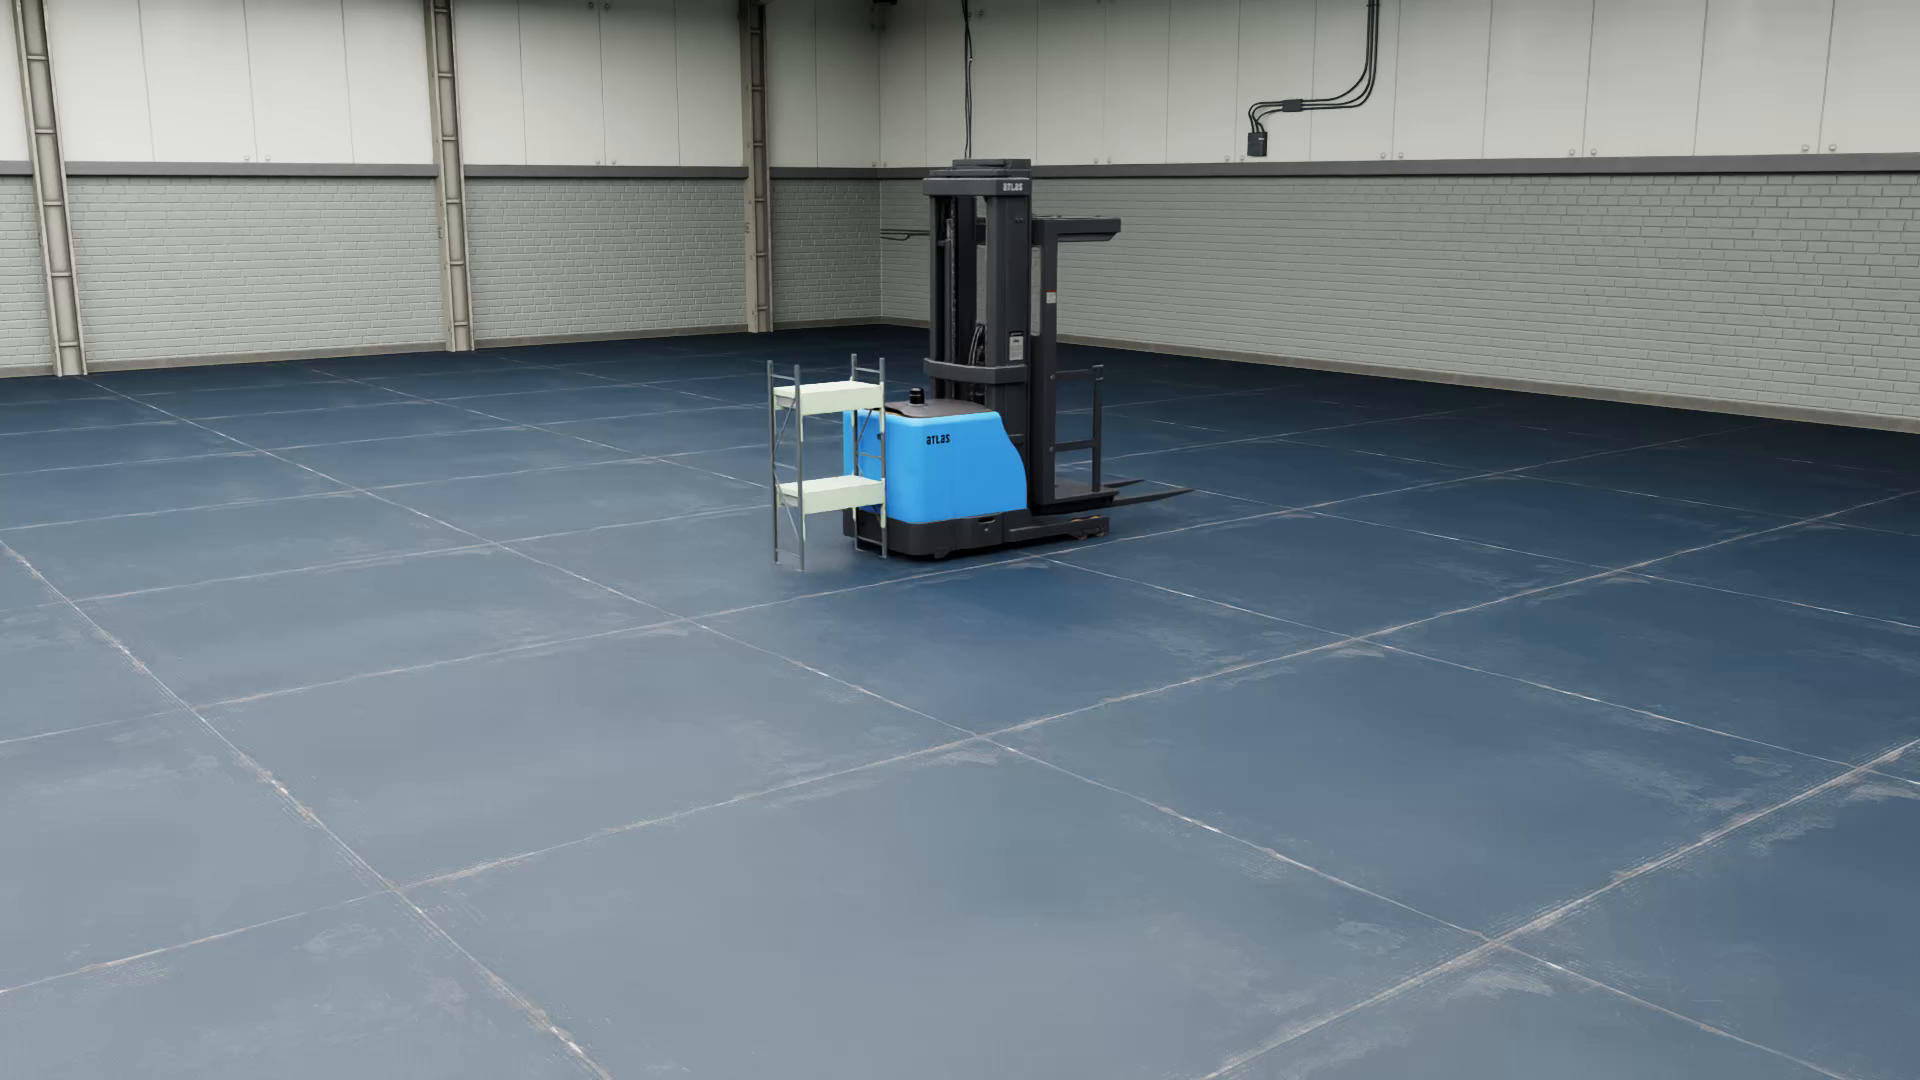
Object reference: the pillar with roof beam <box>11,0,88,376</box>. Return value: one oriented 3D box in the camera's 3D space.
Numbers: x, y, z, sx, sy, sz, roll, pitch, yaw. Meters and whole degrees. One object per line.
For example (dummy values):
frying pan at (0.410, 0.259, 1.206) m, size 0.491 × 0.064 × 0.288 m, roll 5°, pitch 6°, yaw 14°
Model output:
pillar with roof beam at (-10.529, -6.164, 20.492) m, size 0.400 × 9.000 × 9.100 m, roll -9°, pitch 15°, yaw -38°

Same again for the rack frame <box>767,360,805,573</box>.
rack frame at (-1.258, -0.531, 12.019) m, size 0.023 × 1.500 × 0.400 m, roll -9°, pitch 15°, yaw -37°

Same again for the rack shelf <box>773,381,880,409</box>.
rack shelf at (-0.970, -1.057, 12.135) m, size 0.686 × 0.124 × 0.368 m, roll -9°, pitch 15°, yaw -37°

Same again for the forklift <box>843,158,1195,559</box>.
forklift at (0.575, -1.515, 13.205) m, size 3.031 × 2.935 × 1.130 m, roll -9°, pitch 15°, yaw -35°

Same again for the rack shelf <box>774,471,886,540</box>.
rack shelf at (-0.967, -0.261, 12.306) m, size 0.720 × 0.370 × 0.431 m, roll -9°, pitch 15°, yaw -37°

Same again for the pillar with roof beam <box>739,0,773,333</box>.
pillar with roof beam at (-1.158, -7.721, 27.825) m, size 0.400 × 9.000 × 9.100 m, roll -9°, pitch 15°, yaw -38°

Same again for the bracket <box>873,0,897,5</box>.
bracket at (-1.451, -10.484, 32.170) m, size 0.430 × 0.232 × 0.235 m, roll -9°, pitch 15°, yaw -38°

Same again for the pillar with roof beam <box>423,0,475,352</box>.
pillar with roof beam at (-5.844, -6.942, 24.159) m, size 0.400 × 9.000 × 9.100 m, roll -9°, pitch 15°, yaw -38°

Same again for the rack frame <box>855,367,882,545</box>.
rack frame at (-0.680, -0.628, 12.457) m, size 0.010 × 1.308 × 0.380 m, roll -9°, pitch 15°, yaw -37°

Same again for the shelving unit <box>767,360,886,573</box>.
shelving unit at (-0.971, -0.579, 12.236) m, size 0.748 × 1.500 × 0.431 m, roll -9°, pitch 15°, yaw -37°
